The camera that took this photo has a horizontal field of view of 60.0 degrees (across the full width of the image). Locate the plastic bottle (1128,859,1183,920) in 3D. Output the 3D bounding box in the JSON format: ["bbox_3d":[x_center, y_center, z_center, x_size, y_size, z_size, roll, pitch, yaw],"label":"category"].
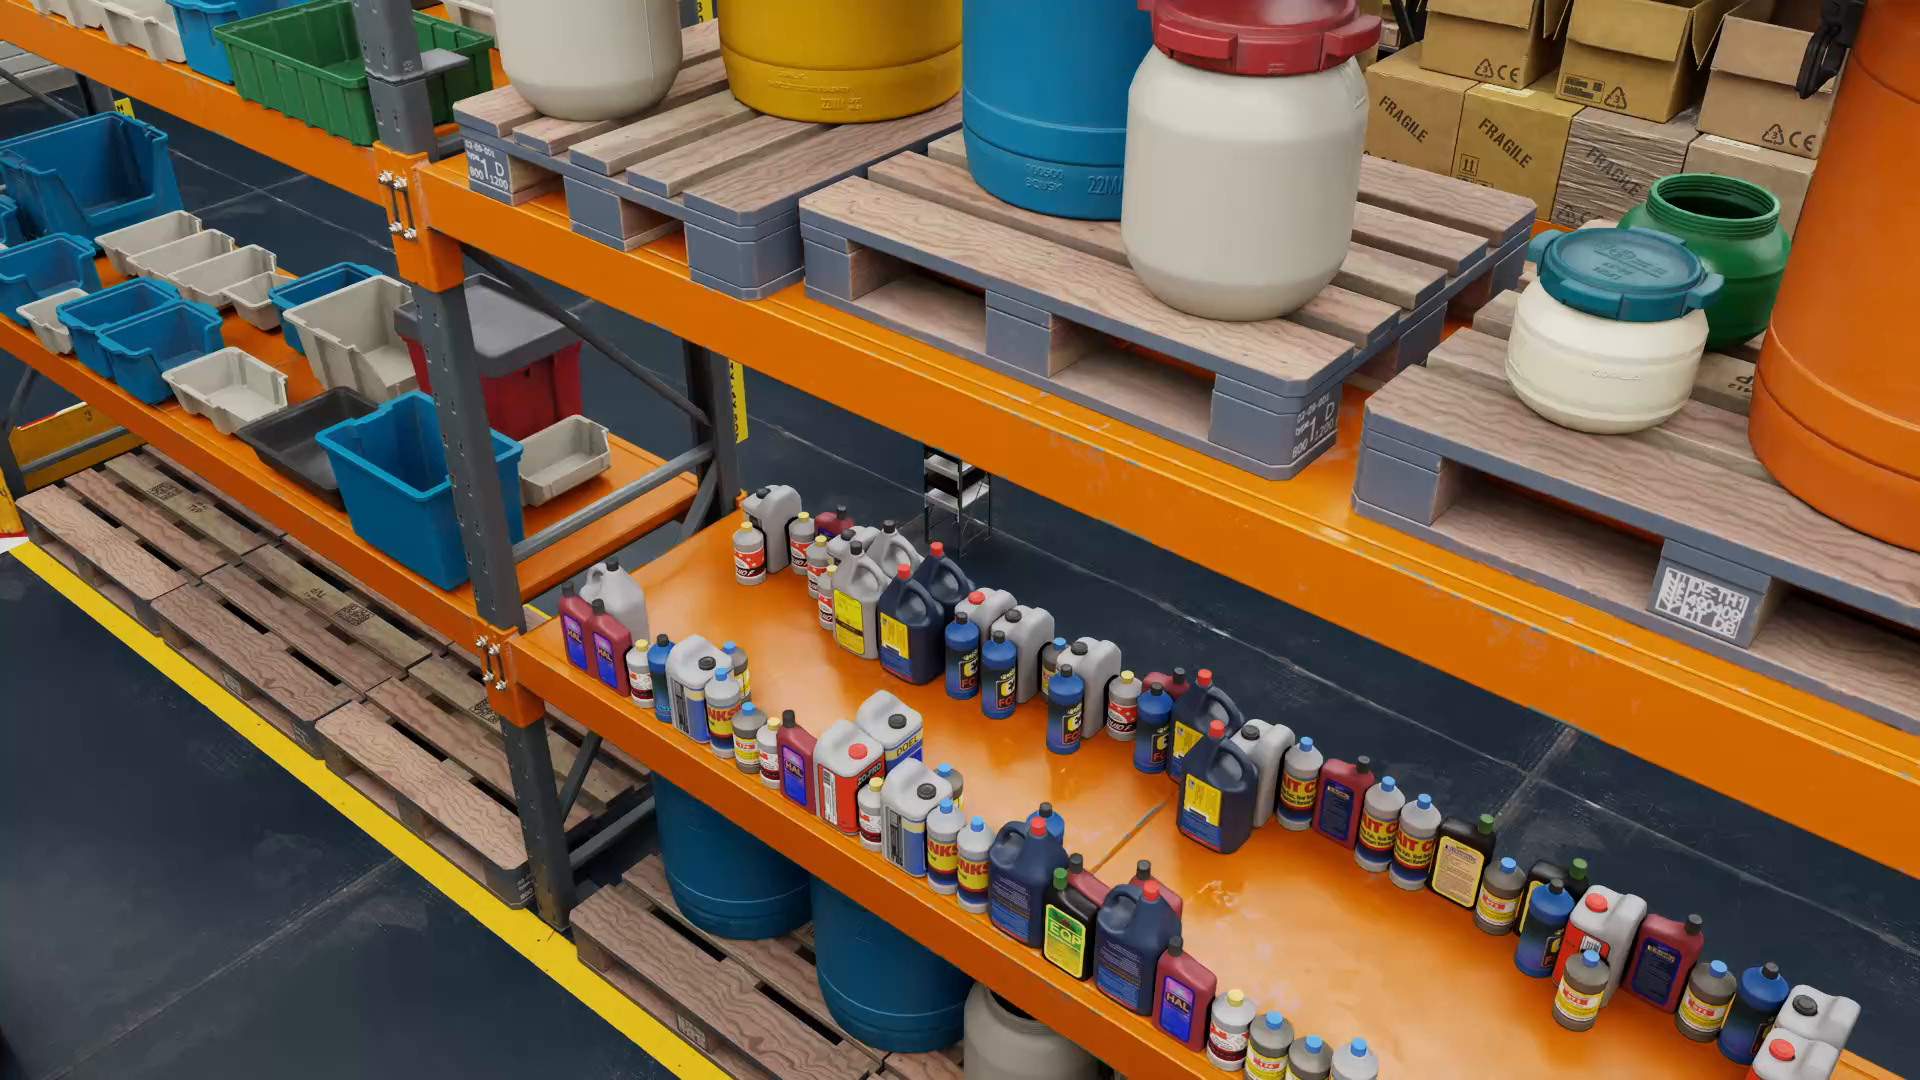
[{"bbox_3d":[0.455,0.883,3.918,0.133,0.283,0.061,25,42,32],"label":"plastic bottle"}]

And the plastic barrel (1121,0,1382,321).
[{"bbox_3d":[0.508,-0.703,2.983,0.433,0.535,0.433,0,34,0],"label":"plastic barrel"}]

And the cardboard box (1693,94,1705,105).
[{"bbox_3d":[3.378,-1.887,7.759,0.500,0.500,0.500,25,42,31],"label":"cardboard box"}]

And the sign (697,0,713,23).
[{"bbox_3d":[-0.754,-1.588,4.756,0.005,0.325,0.100,25,42,32],"label":"sign"}]

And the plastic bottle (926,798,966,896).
[{"bbox_3d":[-0.034,0.750,4.122,0.097,0.271,0.097,0,34,0],"label":"plastic bottle"}]

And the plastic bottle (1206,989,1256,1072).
[{"bbox_3d":[0.605,1.080,3.703,0.097,0.201,0.097,0,34,0],"label":"plastic bottle"}]

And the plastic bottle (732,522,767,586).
[{"bbox_3d":[-0.663,0.035,5.224,0.097,0.201,0.097,0,34,0],"label":"plastic bottle"}]

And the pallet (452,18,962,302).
[{"bbox_3d":[-0.442,-1.027,4.113,1.003,0.211,1.213,25,42,32],"label":"pallet"}]

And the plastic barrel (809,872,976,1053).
[{"bbox_3d":[-0.156,1.043,5.064,0.708,0.901,0.600,25,42,32],"label":"plastic barrel"}]

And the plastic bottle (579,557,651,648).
[{"bbox_3d":[-1.013,0.194,4.862,0.185,0.351,0.144,25,42,32],"label":"plastic bottle"}]

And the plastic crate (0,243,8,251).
[{"bbox_3d":[-4.009,-1.090,6.867,0.298,0.136,0.250,25,42,32],"label":"plastic crate"}]

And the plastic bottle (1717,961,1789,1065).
[{"bbox_3d":[1.770,1.041,3.698,0.097,0.271,0.097,0,34,0],"label":"plastic bottle"}]

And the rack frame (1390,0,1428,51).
[{"bbox_3d":[2.062,-2.264,8.398,0.127,3.000,1.000,25,42,32],"label":"rack frame"}]

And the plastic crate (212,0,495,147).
[{"bbox_3d":[-1.626,-1.281,4.503,0.662,0.188,0.450,25,42,32],"label":"plastic crate"}]

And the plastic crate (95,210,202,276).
[{"bbox_3d":[-3.439,-1.258,7.112,0.243,0.136,0.396,25,42,32],"label":"plastic crate"}]

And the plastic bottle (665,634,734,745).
[{"bbox_3d":[-0.714,0.408,4.617,0.135,0.276,0.152,25,42,32],"label":"plastic bottle"}]

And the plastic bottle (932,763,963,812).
[{"bbox_3d":[-0.040,0.664,4.309,0.097,0.201,0.097,0,34,0],"label":"plastic bottle"}]

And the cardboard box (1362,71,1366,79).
[{"bbox_3d":[2.047,-2.413,8.836,0.250,0.149,0.380,25,42,32],"label":"cardboard box"}]

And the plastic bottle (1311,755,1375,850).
[{"bbox_3d":[0.982,0.652,4.255,0.133,0.283,0.061,25,42,32],"label":"plastic bottle"}]

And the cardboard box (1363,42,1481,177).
[{"bbox_3d":[2.255,-2.030,7.968,0.500,0.500,0.500,25,42,32],"label":"cardboard box"}]

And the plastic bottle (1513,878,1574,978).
[{"bbox_3d":[1.375,0.900,3.904,0.097,0.271,0.097,0,34,0],"label":"plastic bottle"}]

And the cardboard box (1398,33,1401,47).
[{"bbox_3d":[3.634,-3.949,12.998,0.250,0.149,0.380,25,42,32],"label":"cardboard box"}]

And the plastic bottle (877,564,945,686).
[{"bbox_3d":[-0.142,0.231,4.808,0.185,0.351,0.144,25,42,32],"label":"plastic bottle"}]

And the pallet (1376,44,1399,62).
[{"bbox_3d":[3.832,-3.906,13.251,1.213,0.211,1.003,25,42,32],"label":"pallet"}]

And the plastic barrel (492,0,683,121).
[{"bbox_3d":[-0.863,-1.275,3.817,0.433,0.535,0.433,0,34,0],"label":"plastic barrel"}]

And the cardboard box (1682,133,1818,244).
[{"bbox_3d":[3.427,-1.482,7.170,0.500,0.500,0.500,26,42,33],"label":"cardboard box"}]

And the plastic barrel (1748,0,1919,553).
[{"bbox_3d":[1.533,-0.454,2.362,0.708,0.830,0.600,25,42,32],"label":"plastic barrel"}]

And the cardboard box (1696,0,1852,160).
[{"bbox_3d":[3.566,-2.019,7.067,0.637,0.503,0.797,27,43,33],"label":"cardboard box"}]

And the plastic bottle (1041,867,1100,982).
[{"bbox_3d":[0.260,0.897,3.897,0.133,0.283,0.061,25,42,32],"label":"plastic bottle"}]

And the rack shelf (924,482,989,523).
[{"bbox_3d":[-0.006,-0.198,7.620,0.200,0.077,0.258,25,42,32],"label":"rack shelf"}]

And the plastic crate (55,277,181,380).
[{"bbox_3d":[-3.190,-0.805,6.367,0.300,0.233,0.416,25,42,32],"label":"plastic crate"}]

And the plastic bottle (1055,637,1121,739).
[{"bbox_3d":[0.352,0.391,4.640,0.135,0.276,0.152,25,42,32],"label":"plastic bottle"}]

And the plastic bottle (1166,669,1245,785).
[{"bbox_3d":[0.655,0.500,4.415,0.185,0.351,0.144,25,42,32],"label":"plastic bottle"}]

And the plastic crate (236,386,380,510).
[{"bbox_3d":[-2.139,-0.309,5.741,0.590,0.125,0.437,25,42,32],"label":"plastic crate"}]

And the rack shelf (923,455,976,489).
[{"bbox_3d":[-0.006,-0.346,7.518,0.200,0.077,0.258,25,42,32],"label":"rack shelf"}]

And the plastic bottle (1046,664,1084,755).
[{"bbox_3d":[0.287,0.454,4.552,0.097,0.271,0.097,0,34,0],"label":"plastic bottle"}]

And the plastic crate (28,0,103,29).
[{"bbox_3d":[-2.675,-1.809,5.189,0.530,0.282,0.437,25,42,32],"label":"plastic crate"}]

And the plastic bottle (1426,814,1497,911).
[{"bbox_3d":[1.234,0.770,4.082,0.133,0.283,0.061,25,42,32],"label":"plastic bottle"}]

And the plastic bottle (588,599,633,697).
[{"bbox_3d":[-0.996,0.305,4.759,0.133,0.283,0.061,25,42,32],"label":"plastic bottle"}]

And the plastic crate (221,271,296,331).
[{"bbox_3d":[-2.756,-0.957,6.674,0.250,0.136,0.298,25,42,32],"label":"plastic crate"}]

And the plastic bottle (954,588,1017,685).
[{"bbox_3d":[0.071,0.259,4.833,0.135,0.276,0.152,25,42,32],"label":"plastic bottle"}]

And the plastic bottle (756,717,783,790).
[{"bbox_3d":[-0.493,0.563,4.456,0.097,0.201,0.097,0,34,0],"label":"plastic bottle"}]

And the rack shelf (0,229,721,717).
[{"bbox_3d":[-2.644,-0.537,6.518,4.000,0.370,1.077,25,42,32],"label":"rack shelf"}]

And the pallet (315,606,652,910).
[{"bbox_3d":[-1.697,0.790,6.413,1.213,0.211,1.003,25,42,32],"label":"pallet"}]

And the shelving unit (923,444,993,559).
[{"bbox_3d":[-0.006,-0.374,7.500,0.210,0.900,0.258,25,42,32],"label":"shelving unit"}]

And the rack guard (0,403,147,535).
[{"bbox_3d":[-4.208,-0.531,8.082,0.348,0.500,1.175,25,42,32],"label":"rack guard"}]

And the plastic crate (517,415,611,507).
[{"bbox_3d":[-1.373,-0.256,5.654,0.243,0.136,0.396,25,42,32],"label":"plastic crate"}]

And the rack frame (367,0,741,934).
[{"bbox_3d":[-1.107,-0.110,5.260,0.127,3.000,1.000,25,42,32],"label":"rack frame"}]

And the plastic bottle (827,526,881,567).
[{"bbox_3d":[-0.317,0.076,5.099,0.135,0.276,0.152,25,42,32],"label":"plastic bottle"}]

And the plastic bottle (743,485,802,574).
[{"bbox_3d":[-0.597,-0.056,5.292,0.135,0.276,0.152,25,42,32],"label":"plastic bottle"}]

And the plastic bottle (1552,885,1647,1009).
[{"bbox_3d":[1.486,0.925,3.862,0.135,0.276,0.152,25,42,32],"label":"plastic bottle"}]
